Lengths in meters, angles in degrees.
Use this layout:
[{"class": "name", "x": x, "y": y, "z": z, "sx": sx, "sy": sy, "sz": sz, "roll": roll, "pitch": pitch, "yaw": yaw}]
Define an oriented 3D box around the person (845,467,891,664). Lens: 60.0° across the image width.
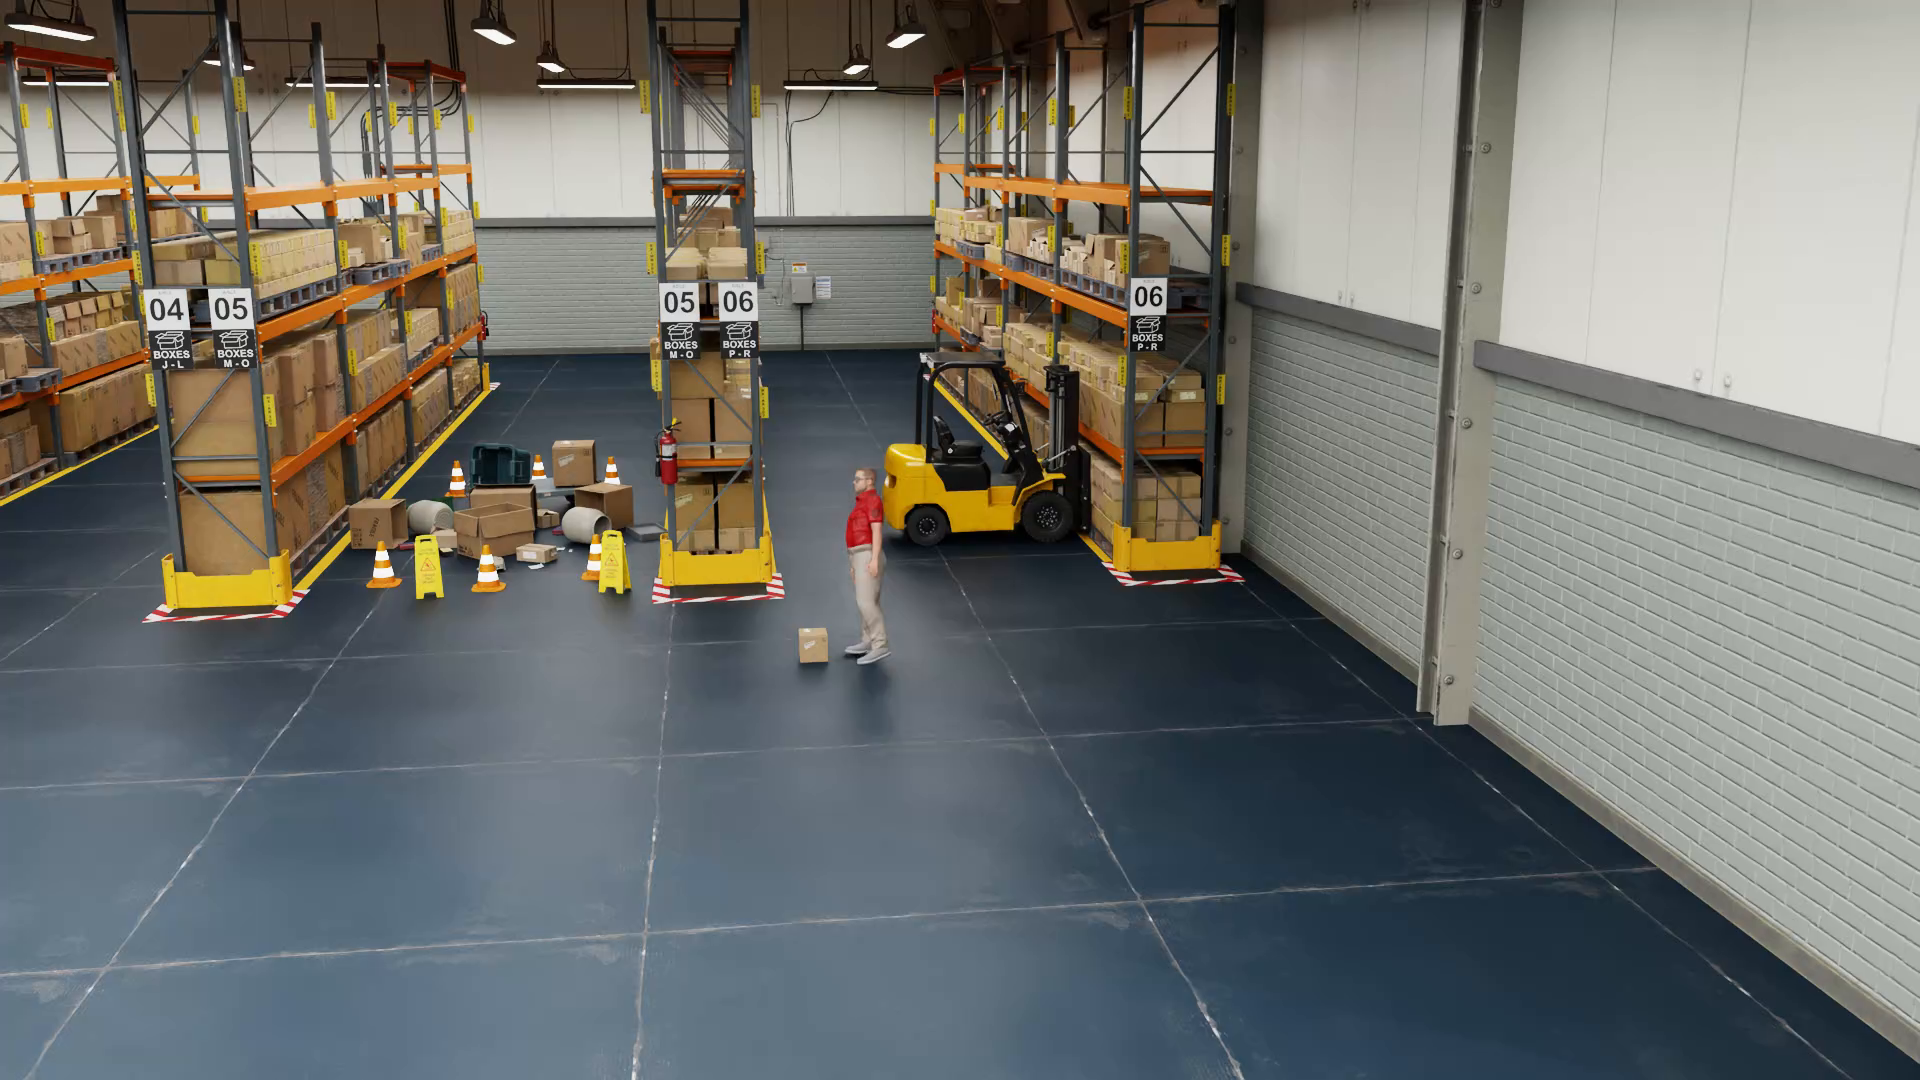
[{"class": "person", "x": -0.846, "y": 0.263, "z": 15.034, "sx": 0.397, "sy": 1.646, "sz": 0.730, "roll": -2, "pitch": 13, "yaw": -7}]
